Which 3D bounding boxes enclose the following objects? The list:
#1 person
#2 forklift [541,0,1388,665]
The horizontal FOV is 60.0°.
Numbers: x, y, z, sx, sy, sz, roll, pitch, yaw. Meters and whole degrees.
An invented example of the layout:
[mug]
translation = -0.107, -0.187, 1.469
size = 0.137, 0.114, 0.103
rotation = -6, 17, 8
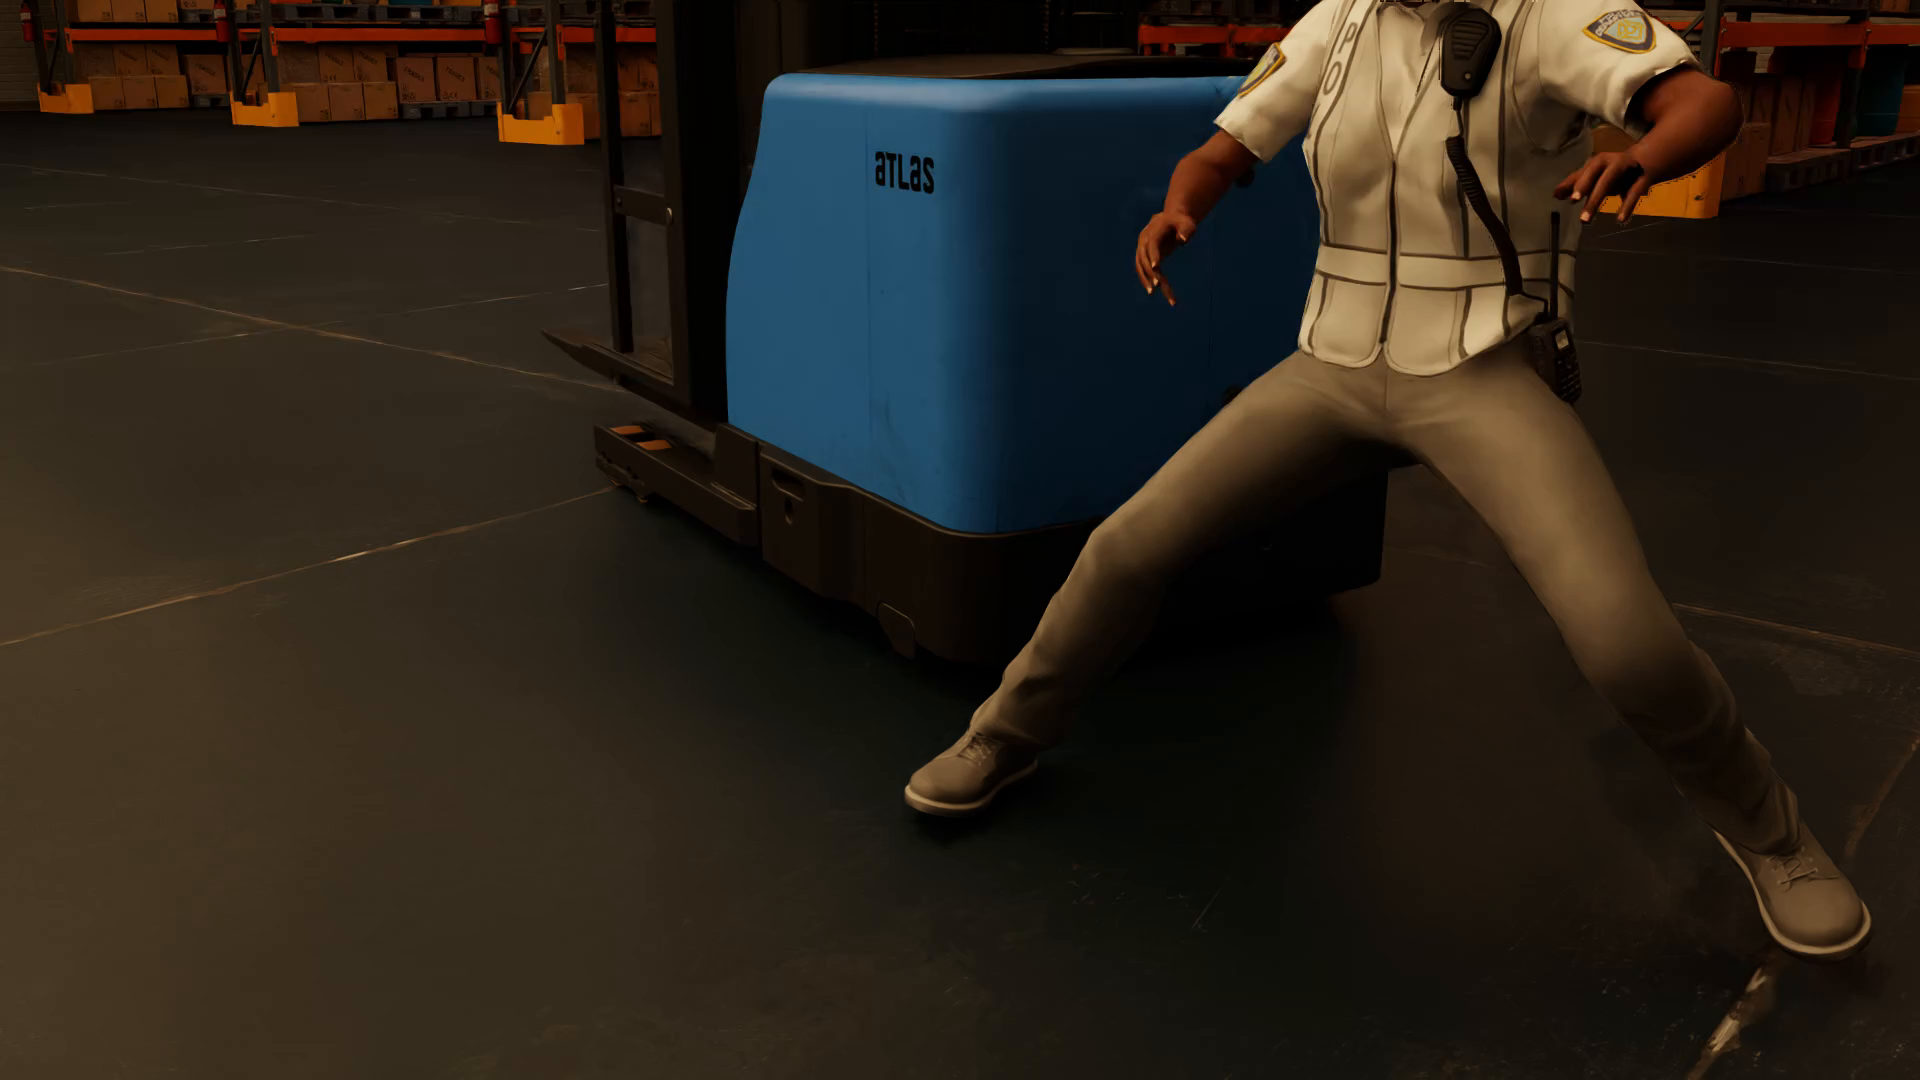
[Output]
[person]
translation = 0.559, -0.224, 2.156
size = 1.225, 1.441, 0.715
rotation = 16, 23, 42
[forklift]
translation = -0.312, -1.555, 4.018
size = 1.130, 2.935, 3.031
rotation = -10, 19, -29
